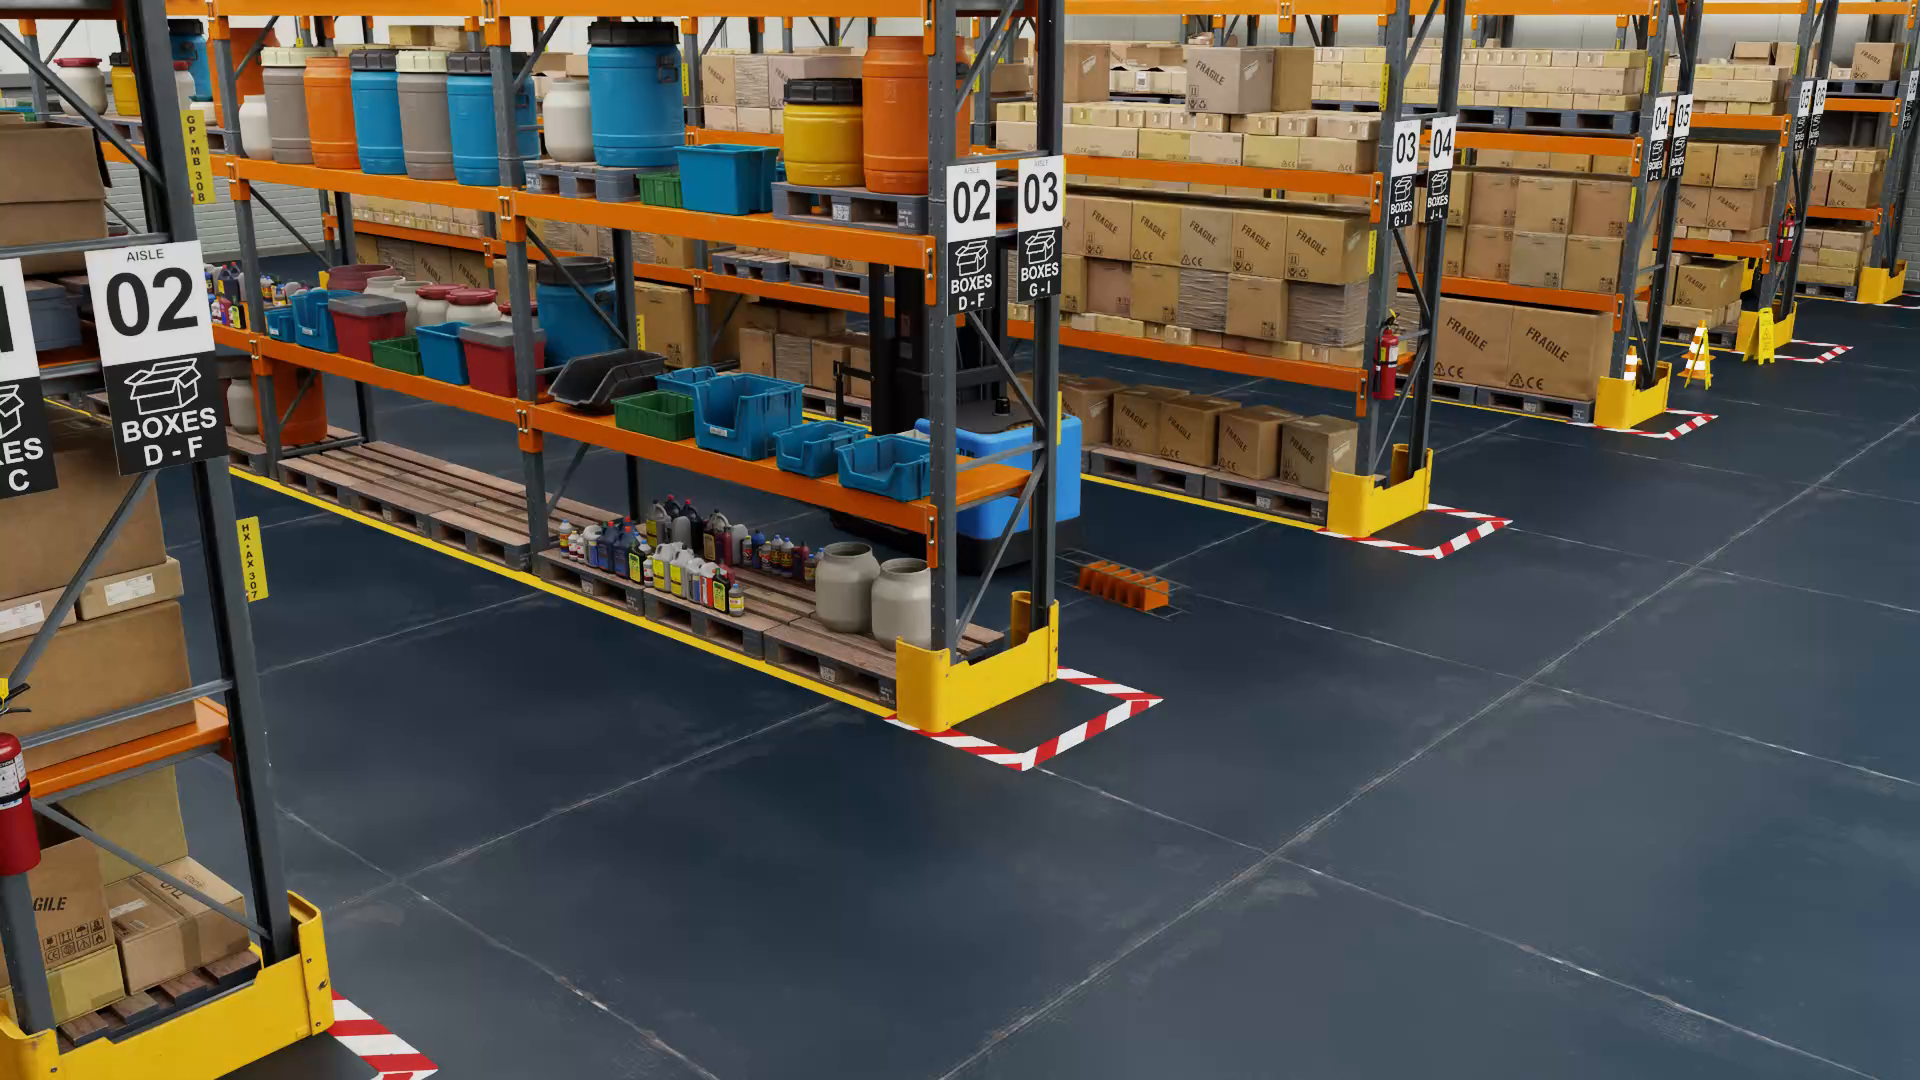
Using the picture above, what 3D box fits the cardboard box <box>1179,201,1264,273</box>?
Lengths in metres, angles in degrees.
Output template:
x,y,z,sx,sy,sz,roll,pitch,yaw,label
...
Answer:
x,y,z,sx,sy,sz,roll,pitch,yaw,label
2.168,-2.511,13.754,0.500,0.500,0.500,15,23,39,cardboard box

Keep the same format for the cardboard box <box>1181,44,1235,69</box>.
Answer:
x,y,z,sx,sy,sz,roll,pitch,yaw,label
3.706,-7.159,24.887,0.637,0.503,0.797,13,22,36,cardboard box

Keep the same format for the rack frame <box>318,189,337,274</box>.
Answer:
x,y,z,sx,sy,sz,roll,pitch,yaw,label
-8.473,-4.803,23.285,0.127,3.000,1.000,15,23,39,rack frame

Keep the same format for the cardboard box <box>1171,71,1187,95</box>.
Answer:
x,y,z,sx,sy,sz,roll,pitch,yaw,label
2.800,-5.299,19.280,0.500,0.250,0.500,15,23,39,cardboard box

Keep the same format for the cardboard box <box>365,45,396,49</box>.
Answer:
x,y,z,sx,sy,sz,roll,pitch,yaw,label
-7.289,-6.202,21.713,0.500,0.500,0.700,13,22,36,cardboard box

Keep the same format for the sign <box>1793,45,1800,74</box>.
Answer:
x,y,z,sx,sy,sz,roll,pitch,yaw,label
9.688,-5.562,19.257,0.005,0.325,0.100,15,23,39,sign

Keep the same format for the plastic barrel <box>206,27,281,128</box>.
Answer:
x,y,z,sx,sy,sz,roll,pitch,yaw,label
-6.200,-4.025,14.472,0.708,0.830,0.600,15,23,39,plastic barrel

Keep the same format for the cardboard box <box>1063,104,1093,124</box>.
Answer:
x,y,z,sx,sy,sz,roll,pitch,yaw,label
0.974,-3.709,14.469,0.250,0.149,0.380,15,23,40,cardboard box

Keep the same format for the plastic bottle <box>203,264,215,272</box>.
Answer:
x,y,z,sx,sy,sz,roll,pitch,yaw,label
-7.509,-2.612,16.588,0.135,0.276,0.152,15,23,39,plastic bottle

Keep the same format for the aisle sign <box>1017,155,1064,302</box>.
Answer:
x,y,z,sx,sy,sz,roll,pitch,yaw,label
0.454,-1.760,9.402,0.004,0.787,0.394,15,23,39,aisle sign

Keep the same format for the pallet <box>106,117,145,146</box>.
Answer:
x,y,z,sx,sy,sz,roll,pitch,yaw,label
-7.268,-3.856,15.657,1.213,0.211,1.003,15,23,39,pallet

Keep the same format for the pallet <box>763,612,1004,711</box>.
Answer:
x,y,z,sx,sy,sz,roll,pitch,yaw,label
-0.486,0.691,10.586,1.213,0.211,1.003,15,23,39,pallet

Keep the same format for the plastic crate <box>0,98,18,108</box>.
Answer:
x,y,z,sx,sy,sz,roll,pitch,yaw,label
-10.308,-4.540,17.696,0.530,0.282,0.437,15,23,39,plastic crate

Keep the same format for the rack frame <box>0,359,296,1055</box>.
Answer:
x,y,z,sx,sy,sz,roll,pitch,yaw,label
-3.085,0.651,6.103,0.127,3.000,1.000,15,23,39,rack frame

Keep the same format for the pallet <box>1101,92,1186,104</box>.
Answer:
x,y,z,sx,sy,sz,roll,pitch,yaw,label
2.233,-5.297,20.196,1.213,0.211,1.003,16,24,42,pallet

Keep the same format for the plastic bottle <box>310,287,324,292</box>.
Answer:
x,y,z,sx,sy,sz,roll,pitch,yaw,label
-5.887,-2.177,15.216,0.135,0.276,0.152,15,23,39,plastic bottle

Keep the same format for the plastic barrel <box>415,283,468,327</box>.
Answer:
x,y,z,sx,sy,sz,roll,pitch,yaw,label
-4.228,-1.813,13.641,0.433,0.535,0.433,0,18,0,plastic barrel

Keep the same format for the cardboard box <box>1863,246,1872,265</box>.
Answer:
x,y,z,sx,sy,sz,roll,pitch,yaw,label
13.150,-4.225,24.491,0.500,0.250,0.500,16,23,40,cardboard box

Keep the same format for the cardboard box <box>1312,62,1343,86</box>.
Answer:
x,y,z,sx,sy,sz,roll,pitch,yaw,label
4.050,-5.081,18.102,0.500,0.250,0.500,15,23,40,cardboard box

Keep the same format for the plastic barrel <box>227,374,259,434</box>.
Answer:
x,y,z,sx,sy,sz,roll,pitch,yaw,label
-6.636,-1.278,15.597,0.421,0.512,0.421,0,18,0,plastic barrel

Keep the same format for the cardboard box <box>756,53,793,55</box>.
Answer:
x,y,z,sx,sy,sz,roll,pitch,yaw,label
-1.967,-4.873,17.556,0.500,0.500,0.500,16,24,41,cardboard box

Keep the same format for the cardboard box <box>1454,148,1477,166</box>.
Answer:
x,y,z,sx,sy,sz,roll,pitch,yaw,label
6.920,-5.184,23.136,0.500,0.500,0.500,16,23,41,cardboard box

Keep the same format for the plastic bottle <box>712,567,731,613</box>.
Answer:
x,y,z,sx,sy,sz,roll,pitch,yaw,label
-1.558,0.327,10.886,0.133,0.283,0.061,16,23,41,plastic bottle

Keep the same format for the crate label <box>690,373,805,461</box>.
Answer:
x,y,z,sx,sy,sz,roll,pitch,yaw,label
-1.350,-0.795,10.598,0.616,0.435,0.502,15,23,39,crate label

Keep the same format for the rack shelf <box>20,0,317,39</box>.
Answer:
x,y,z,sx,sy,sz,roll,pitch,yaw,label
-7.273,-4.803,15.220,4.000,0.370,1.077,15,23,39,rack shelf

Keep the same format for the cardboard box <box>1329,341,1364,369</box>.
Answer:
x,y,z,sx,sy,sz,roll,pitch,yaw,label
3.144,-1.481,13.234,0.250,0.149,0.380,15,23,39,cardboard box

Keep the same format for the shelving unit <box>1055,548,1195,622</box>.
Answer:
x,y,z,sx,sy,sz,roll,pitch,yaw,label
1.133,0.309,11.819,0.258,0.189,1.200,-15,23,-38,shelving unit

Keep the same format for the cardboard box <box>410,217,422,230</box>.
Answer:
x,y,z,sx,sy,sz,roll,pitch,yaw,label
-6.889,-4.125,21.565,0.250,0.149,0.380,15,23,38,cardboard box

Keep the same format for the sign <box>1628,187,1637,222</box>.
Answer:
x,y,z,sx,sy,sz,roll,pitch,yaw,label
6.491,-3.237,16.046,0.005,0.325,0.100,15,23,39,sign

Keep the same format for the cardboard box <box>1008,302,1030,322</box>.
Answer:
x,y,z,sx,sy,sz,roll,pitch,yaw,label
0.641,-2.109,15.214,0.250,0.149,0.380,15,23,39,cardboard box

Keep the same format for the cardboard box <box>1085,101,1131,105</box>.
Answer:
x,y,z,sx,sy,sz,roll,pitch,yaw,label
1.321,-3.836,14.871,0.250,0.149,0.380,14,22,37,cardboard box

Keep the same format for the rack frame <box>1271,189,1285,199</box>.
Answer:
x,y,z,sx,sy,sz,roll,pitch,yaw,label
3.870,-3.495,19.165,0.127,3.000,1.000,15,23,39,rack frame

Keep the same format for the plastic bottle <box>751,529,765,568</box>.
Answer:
x,y,z,sx,sy,sz,roll,pitch,yaw,label
-1.426,0.057,11.756,0.097,0.271,0.097,0,18,0,plastic bottle

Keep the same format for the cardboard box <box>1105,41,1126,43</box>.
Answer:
x,y,z,sx,sy,sz,roll,pitch,yaw,label
3.092,-9.354,31.598,0.500,0.250,0.500,16,23,40,cardboard box

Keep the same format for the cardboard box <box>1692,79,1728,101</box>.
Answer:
x,y,z,sx,sy,sz,roll,pitch,yaw,label
9.143,-5.478,20.212,0.500,0.250,0.500,15,23,39,cardboard box

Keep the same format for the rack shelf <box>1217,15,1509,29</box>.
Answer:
x,y,z,sx,sy,sz,roll,pitch,yaw,label
5.584,-7.363,23.285,4.000,0.370,1.077,15,23,39,rack shelf

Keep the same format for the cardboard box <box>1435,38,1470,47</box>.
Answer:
x,y,z,sx,sy,sz,roll,pitch,yaw,label
8.204,-8.008,27.402,0.500,0.500,0.700,14,23,38,cardboard box

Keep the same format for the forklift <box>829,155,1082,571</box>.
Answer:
x,y,z,sx,sy,sz,roll,pitch,yaw,label
-0.401,-1.541,13.123,1.130,2.935,3.031,-14,23,-38,forklift

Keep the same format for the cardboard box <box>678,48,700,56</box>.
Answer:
x,y,z,sx,sy,sz,roll,pitch,yaw,label
-4.103,-7.297,24.949,0.250,0.149,0.380,16,24,41,cardboard box

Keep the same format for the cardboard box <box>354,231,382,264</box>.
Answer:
x,y,z,sx,sy,sz,roll,pitch,yaw,label
-7.942,-3.880,23.195,0.875,0.875,0.875,15,23,39,cardboard box

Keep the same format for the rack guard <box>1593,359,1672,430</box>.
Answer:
x,y,z,sx,sy,sz,roll,pitch,yaw,label
6.880,-1.496,16.998,0.348,0.500,1.175,15,23,39,rack guard

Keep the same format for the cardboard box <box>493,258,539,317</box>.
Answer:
x,y,z,sx,sy,sz,roll,pitch,yaw,label
-4.990,-3.063,20.622,0.875,0.875,1.225,15,23,39,cardboard box

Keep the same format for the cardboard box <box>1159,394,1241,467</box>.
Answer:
x,y,z,sx,sy,sz,roll,pitch,yaw,label
2.112,-0.970,14.648,0.500,0.500,0.500,-16,23,-41,cardboard box

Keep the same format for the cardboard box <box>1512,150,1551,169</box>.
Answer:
x,y,z,sx,sy,sz,roll,pitch,yaw,label
7.633,-5.056,21.775,0.500,0.500,0.700,15,23,40,cardboard box

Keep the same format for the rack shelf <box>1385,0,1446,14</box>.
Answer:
x,y,z,sx,sy,sz,roll,pitch,yaw,label
1.998,-4.506,13.630,4.000,0.370,1.077,15,23,39,rack shelf

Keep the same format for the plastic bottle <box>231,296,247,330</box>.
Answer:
x,y,z,sx,sy,sz,roll,pitch,yaw,label
-6.363,-2.005,14.663,0.133,0.283,0.061,15,23,39,plastic bottle

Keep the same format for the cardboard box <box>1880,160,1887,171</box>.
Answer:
x,y,z,sx,sy,sz,roll,pitch,yaw,label
13.282,-5.439,24.055,0.250,0.149,0.380,14,23,38,cardboard box

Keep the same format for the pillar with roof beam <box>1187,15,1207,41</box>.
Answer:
x,y,z,sx,sy,sz,roll,pitch,yaw,label
1.608,-9.594,28.467,0.400,9.000,9.100,15,23,39,pillar with roof beam

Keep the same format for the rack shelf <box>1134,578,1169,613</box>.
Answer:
x,y,z,sx,sy,sz,roll,pitch,yaw,label
1.339,0.381,11.591,0.258,0.180,0.103,-15,23,-38,rack shelf

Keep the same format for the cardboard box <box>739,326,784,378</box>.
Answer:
x,y,z,sx,sy,sz,roll,pitch,yaw,label
-1.975,-2.084,18.126,0.500,0.500,0.700,14,22,36,cardboard box

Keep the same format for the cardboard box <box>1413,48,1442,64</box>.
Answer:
x,y,z,sx,sy,sz,roll,pitch,yaw,label
4.869,-5.028,17.274,0.250,0.149,0.380,15,23,39,cardboard box

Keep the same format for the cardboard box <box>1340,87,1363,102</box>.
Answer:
x,y,z,sx,sy,sz,roll,pitch,yaw,label
4.297,-4.801,17.877,0.250,0.149,0.380,15,23,39,cardboard box

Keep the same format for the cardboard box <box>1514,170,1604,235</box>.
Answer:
x,y,z,sx,sy,sz,roll,pitch,yaw,label
6.137,-3.451,16.993,0.550,0.550,0.875,15,23,39,cardboard box
